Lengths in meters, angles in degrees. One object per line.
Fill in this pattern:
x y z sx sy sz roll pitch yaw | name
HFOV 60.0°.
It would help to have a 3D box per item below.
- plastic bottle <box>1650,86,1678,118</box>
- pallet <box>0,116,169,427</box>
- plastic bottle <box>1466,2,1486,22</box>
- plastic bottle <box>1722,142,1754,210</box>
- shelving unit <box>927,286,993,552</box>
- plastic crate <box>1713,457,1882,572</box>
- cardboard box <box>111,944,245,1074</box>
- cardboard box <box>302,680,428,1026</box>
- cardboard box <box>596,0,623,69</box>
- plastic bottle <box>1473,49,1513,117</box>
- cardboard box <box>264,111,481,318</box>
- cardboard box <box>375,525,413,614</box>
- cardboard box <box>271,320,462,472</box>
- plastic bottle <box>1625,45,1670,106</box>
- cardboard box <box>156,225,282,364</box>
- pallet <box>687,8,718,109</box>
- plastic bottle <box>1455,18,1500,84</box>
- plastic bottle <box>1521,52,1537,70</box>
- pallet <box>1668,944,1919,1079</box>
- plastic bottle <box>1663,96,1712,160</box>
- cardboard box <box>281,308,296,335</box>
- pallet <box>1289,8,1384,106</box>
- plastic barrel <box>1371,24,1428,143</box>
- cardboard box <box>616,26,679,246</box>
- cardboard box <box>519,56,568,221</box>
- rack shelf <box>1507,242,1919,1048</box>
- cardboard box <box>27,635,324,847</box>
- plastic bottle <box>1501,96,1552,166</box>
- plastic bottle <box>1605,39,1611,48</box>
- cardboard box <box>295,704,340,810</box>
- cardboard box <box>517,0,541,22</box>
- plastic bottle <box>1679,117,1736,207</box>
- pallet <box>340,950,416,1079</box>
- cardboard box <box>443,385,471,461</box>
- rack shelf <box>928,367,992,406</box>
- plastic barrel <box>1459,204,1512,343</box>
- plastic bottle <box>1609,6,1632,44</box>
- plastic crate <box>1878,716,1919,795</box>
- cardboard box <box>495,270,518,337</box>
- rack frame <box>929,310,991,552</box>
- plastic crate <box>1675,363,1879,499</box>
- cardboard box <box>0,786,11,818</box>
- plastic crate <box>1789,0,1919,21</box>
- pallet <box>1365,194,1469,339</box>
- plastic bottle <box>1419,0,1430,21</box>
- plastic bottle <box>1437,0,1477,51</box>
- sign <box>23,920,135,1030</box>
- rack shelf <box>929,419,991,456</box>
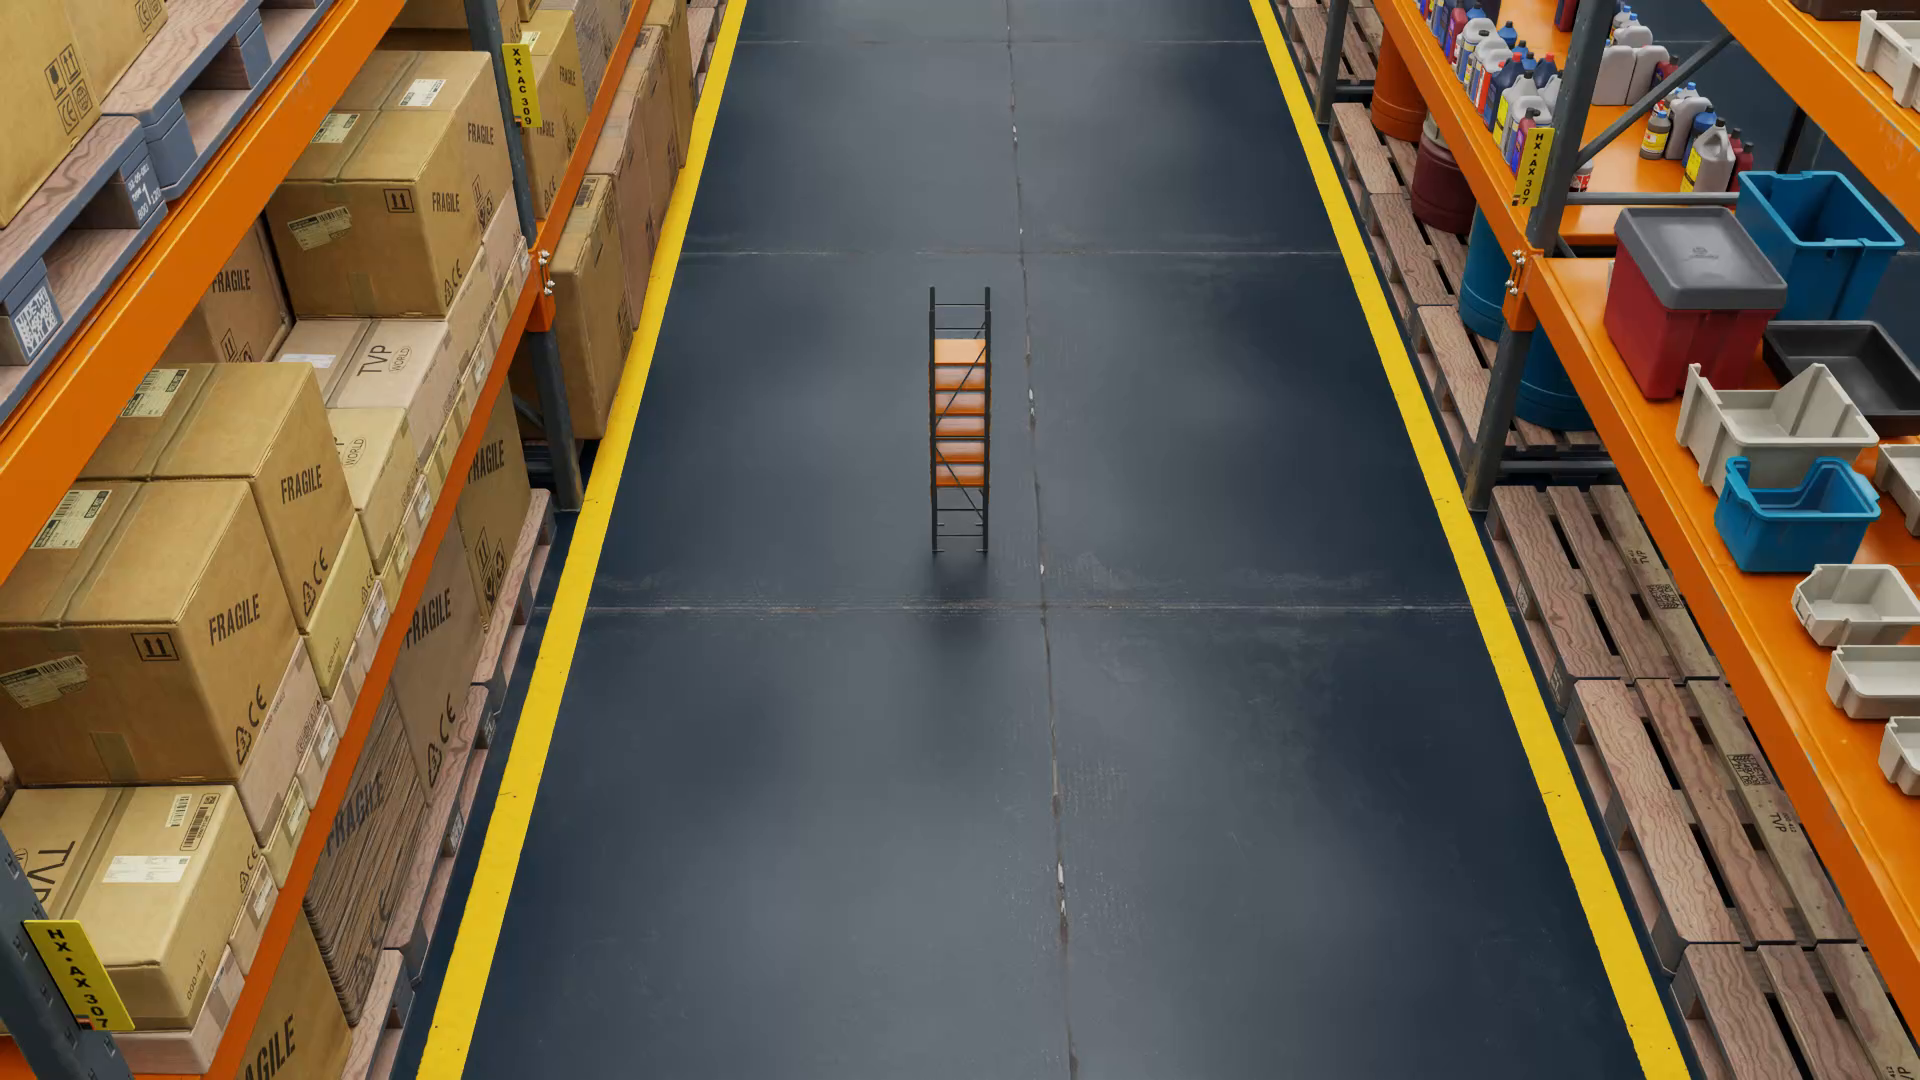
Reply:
3.170 -1.964 7.461 0.097 0.201 0.097 0 39 0 | plastic bottle
-2.197 -0.424 3.053 1.003 0.211 1.213 0 39 0 | pallet
2.471 -2.454 8.017 0.097 0.271 0.097 0 39 0 | plastic bottle
3.189 -1.513 6.833 0.061 0.283 0.133 0 39 0 | plastic bottle
0.000 -0.477 6.886 0.258 1.200 0.189 0 39 0 | shelving unit
2.509 -0.070 5.024 0.416 0.233 0.300 0 39 0 | plastic crate
-1.856 1.052 3.740 0.380 0.149 0.250 0 39 0 | cardboard box
-2.267 0.872 5.127 0.875 0.875 0.875 0 39 0 | cardboard box
-1.948 -2.603 8.019 0.500 0.500 0.500 1 39 1 | cardboard box
2.438 -2.071 7.534 0.152 0.276 0.135 0 39 0 | plastic bottle
-1.925 -1.075 5.475 0.500 0.500 0.500 0 39 0 | cardboard box
-1.859 0.090 4.940 0.380 0.149 0.250 -1 39 -1 | cardboard box
-1.923 -0.464 5.313 0.500 0.250 0.500 1 39 1 | cardboard box
3.142 -2.149 7.633 0.152 0.276 0.135 0 39 0 | plastic bottle
-2.447 -0.743 5.060 0.500 0.500 0.500 -1 39 -1 | cardboard box
-2.194 -3.227 11.109 1.003 0.211 1.213 0 39 0 | pallet
2.438 -2.300 7.820 0.152 0.276 0.135 0 39 0 | plastic bottle
2.563 -2.081 7.551 0.097 0.271 0.097 0 39 0 | plastic bottle
2.806 1.745 4.904 1.003 0.211 1.213 0 39 0 | pallet
3.143 -1.799 7.196 0.152 0.276 0.135 0 39 0 | plastic bottle
-2.456 -0.778 5.704 0.500 0.250 0.500 0 39 0 | cardboard box
2.796 -3.227 11.108 1.003 0.211 1.213 0 39 0 | pallet
2.776 -2.842 9.797 0.600 0.830 0.708 0 39 0 | plastic barrel
-2.221 -2.173 8.926 1.225 0.875 0.875 0 39 0 | cardboard box
-1.940 -1.652 6.833 0.500 0.500 0.500 0 39 0 | cardboard box
2.765 0.202 5.174 1.077 0.370 4.000 0 39 0 | rack shelf
-1.923 0.493 4.118 0.500 0.250 0.500 0 39 -1 | cardboard box
2.439 -1.755 7.141 0.152 0.276 0.135 0 39 0 | plastic bottle
3.018 -2.254 7.822 0.097 0.201 0.097 0 39 0 | plastic bottle
-1.859 0.568 4.343 0.380 0.149 0.250 -1 39 -1 | cardboard box
-2.188 -2.585 7.194 0.797 0.503 0.637 0 39 0 | cardboard box
3.087 -1.555 6.832 0.144 0.351 0.185 0 39 0 | plastic bottle
-2.264 1.764 4.880 1.003 0.211 1.213 0 39 0 | pallet
-1.860 -0.393 5.543 0.380 0.149 0.250 1 39 1 | cardboard box
0.000 -0.630 6.764 0.258 0.103 0.180 0 39 0 | rack shelf
2.779 -1.457 8.012 0.600 0.901 0.708 0 39 0 | plastic barrel
3.169 -2.426 7.982 0.097 0.271 0.097 0 39 0 | plastic bottle
2.600 0.561 4.314 0.396 0.136 0.243 0 39 0 | plastic crate
-1.861 -0.876 6.145 0.380 0.149 0.250 1 39 1 | cardboard box
0.000 -0.420 6.815 0.240 1.200 0.006 0 39 0 | rack frame
2.581 -0.351 5.336 0.437 0.282 0.530 0 39 0 | plastic crate
-2.451 0.816 3.716 0.500 0.250 0.500 -1 39 -1 | cardboard box
2.490 -1.672 4.643 0.497 0.269 0.590 0 39 0 | plastic crate
2.800 -1.488 8.938 1.003 0.211 1.213 0 39 0 | pallet
2.391 -2.791 8.428 0.061 0.283 0.133 0 39 0 | plastic bottle
2.434 -2.573 8.102 0.144 0.351 0.185 0 39 0 | plastic bottle
-1.630 0.811 3.084 0.100 0.325 0.005 0 39 0 | sign
0.000 -0.443 6.914 0.258 0.103 0.180 0 39 0 | rack shelf
